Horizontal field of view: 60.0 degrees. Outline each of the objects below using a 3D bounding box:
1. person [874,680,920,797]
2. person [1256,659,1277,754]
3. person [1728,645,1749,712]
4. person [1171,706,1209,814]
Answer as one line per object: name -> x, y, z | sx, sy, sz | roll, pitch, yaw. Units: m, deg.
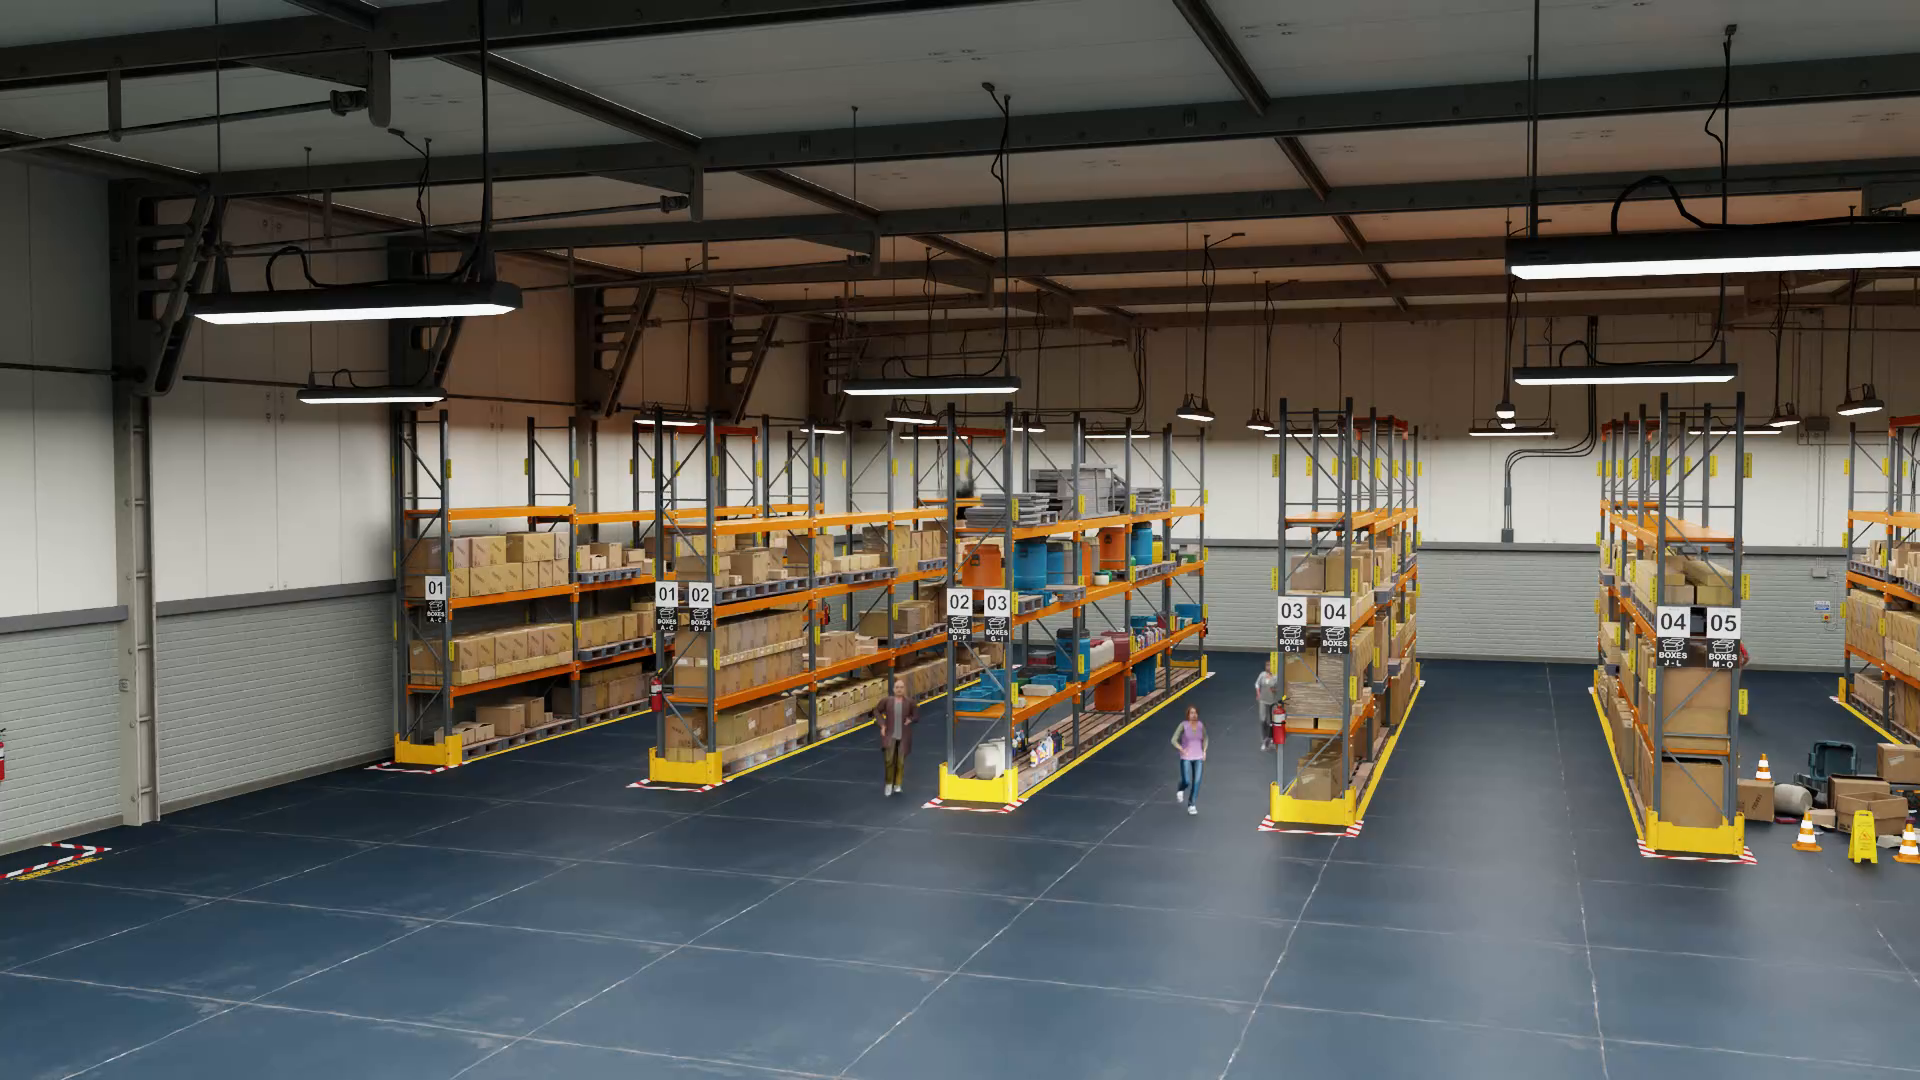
person -> -0.960, 3.078, 25.421 | 0.700, 1.719, 0.734 | 0, 2, -3
person -> 5.479, 2.932, 29.477 | 0.522, 1.636, 0.690 | 1, 3, 19
person -> 15.750, 2.695, 34.056 | 0.675, 1.687, 0.821 | 1, 3, 12
person -> 3.360, 3.195, 24.236 | 0.579, 1.538, 0.594 | 0, 2, -11
